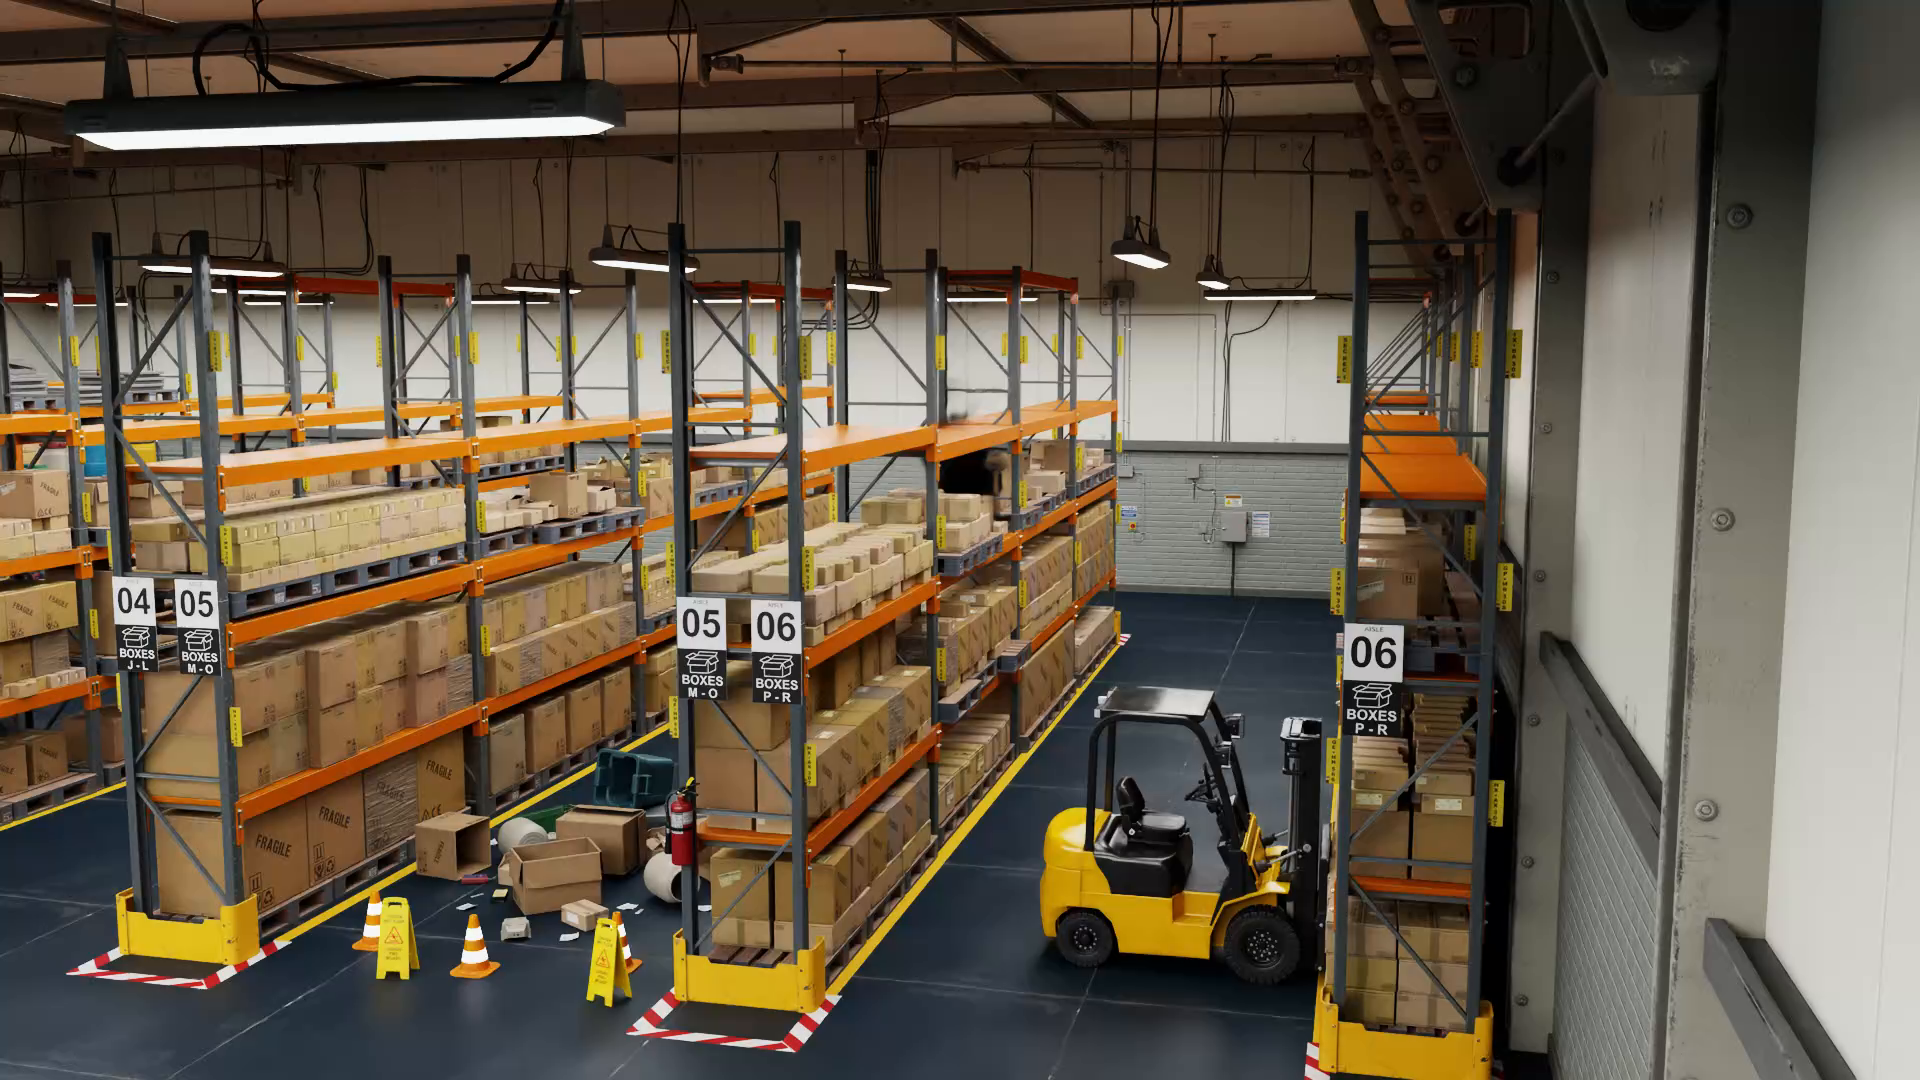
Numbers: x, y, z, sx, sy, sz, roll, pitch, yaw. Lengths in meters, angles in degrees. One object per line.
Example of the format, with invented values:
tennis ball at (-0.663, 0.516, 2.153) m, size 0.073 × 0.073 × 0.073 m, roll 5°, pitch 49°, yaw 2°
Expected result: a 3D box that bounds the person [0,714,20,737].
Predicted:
person at (-11.637, 1.878, 20.320) m, size 0.555 × 1.642 × 0.652 m, roll 1°, pitch 7°, yaw 10°
